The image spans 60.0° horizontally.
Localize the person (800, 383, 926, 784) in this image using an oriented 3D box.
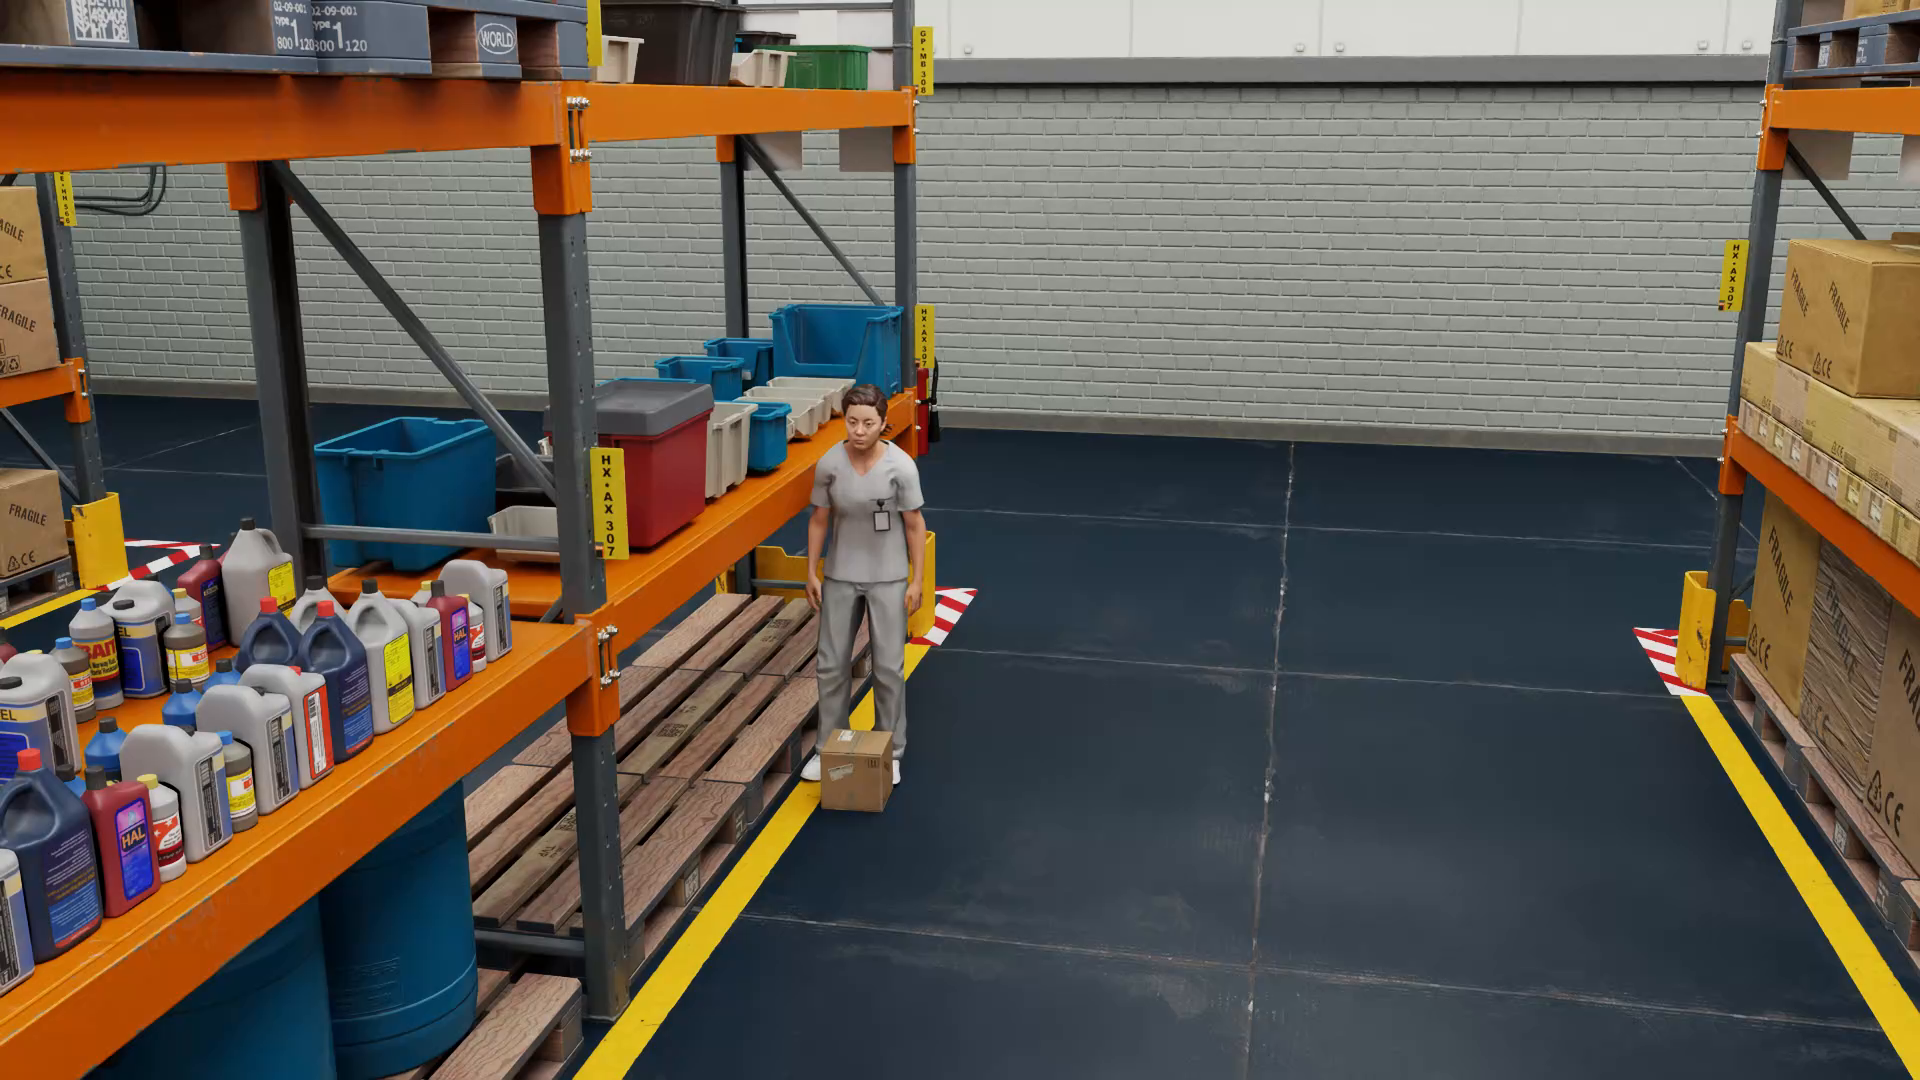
[{"bbox_3d":[-0.396,0.177,6.841,0.512,1.673,0.355,2,15,9],"label":"person"}]
